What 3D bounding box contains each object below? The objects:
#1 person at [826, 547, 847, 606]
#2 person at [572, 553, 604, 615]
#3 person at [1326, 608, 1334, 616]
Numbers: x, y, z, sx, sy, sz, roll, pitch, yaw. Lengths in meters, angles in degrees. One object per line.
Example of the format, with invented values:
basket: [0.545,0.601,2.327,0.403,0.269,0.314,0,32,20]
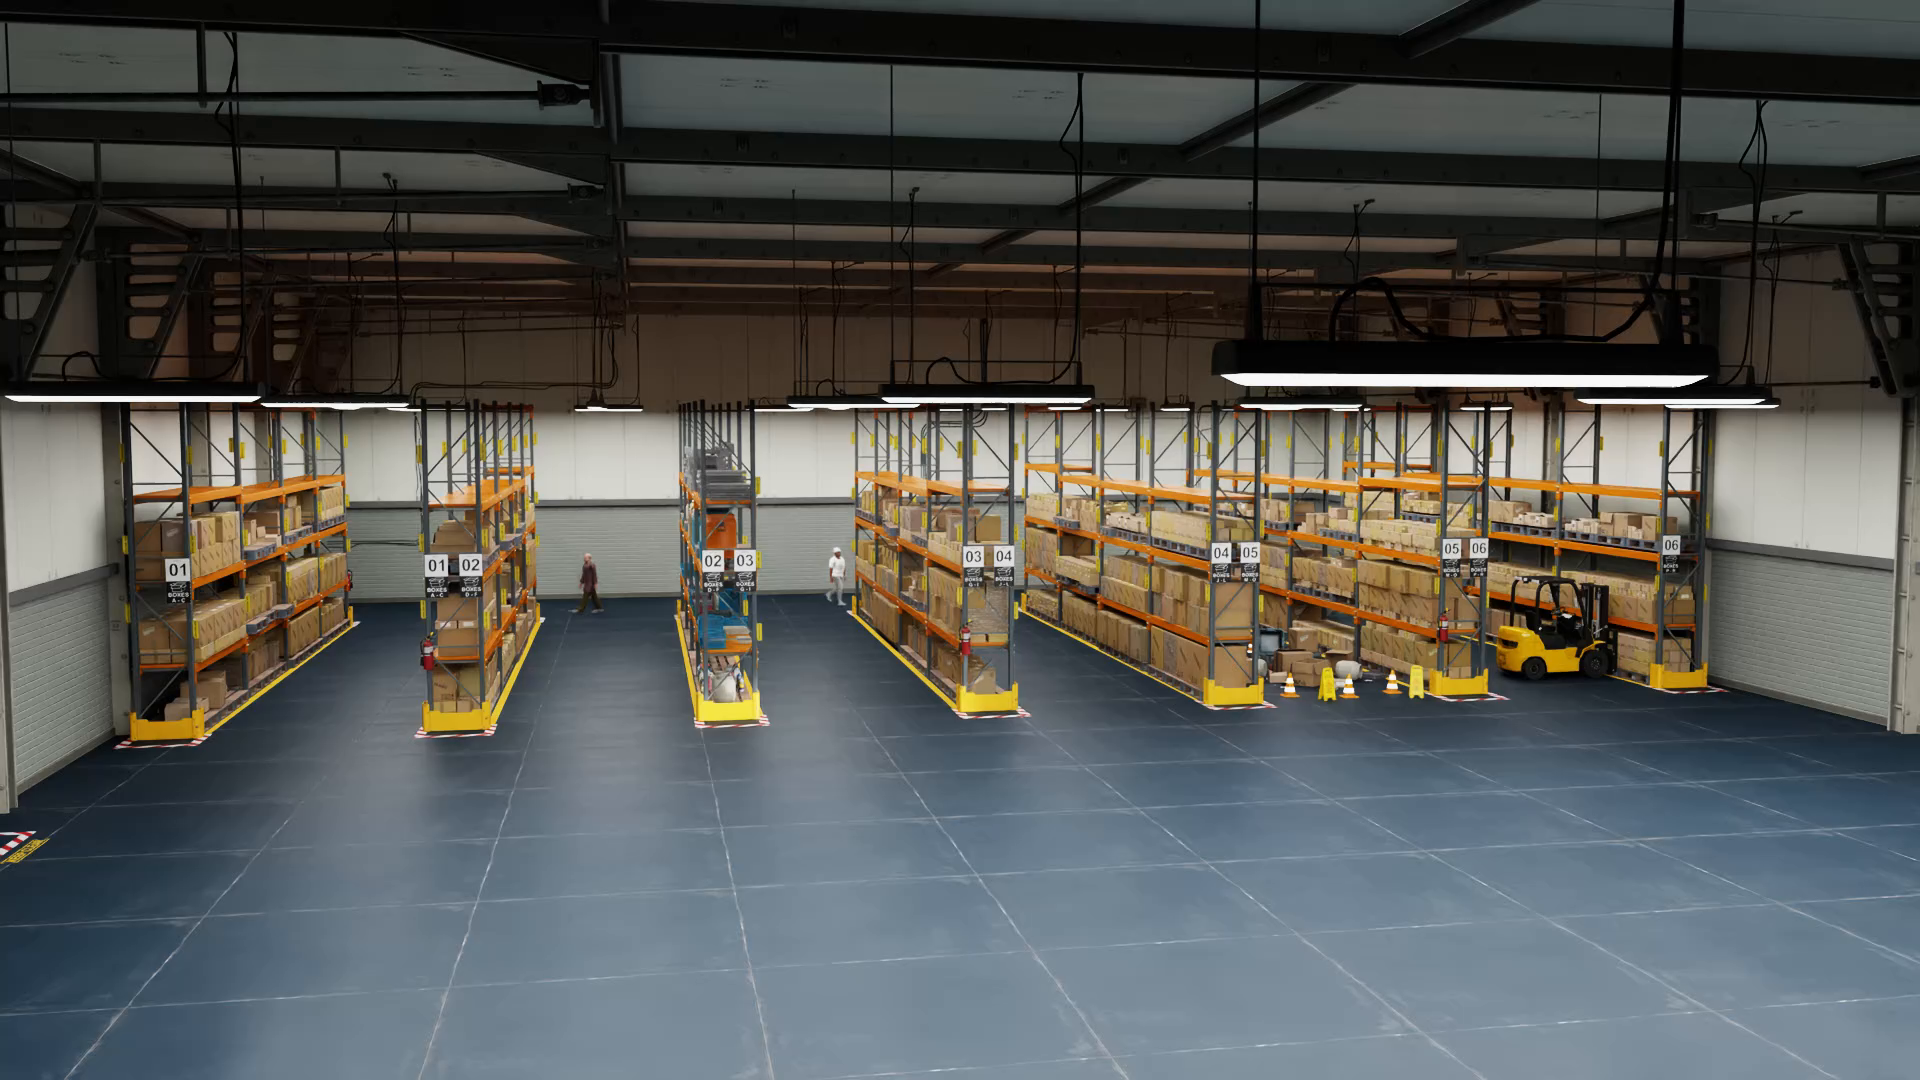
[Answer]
person: [-3.702,1.081,49.834,0.803,1.747,0.558,2,5,27]
person: [-10.683,1.252,47.615,0.999,1.744,0.634,-3,5,-33]
person: [10.442,1.307,47.104,0.464,1.726,0.587,4,6,39]
